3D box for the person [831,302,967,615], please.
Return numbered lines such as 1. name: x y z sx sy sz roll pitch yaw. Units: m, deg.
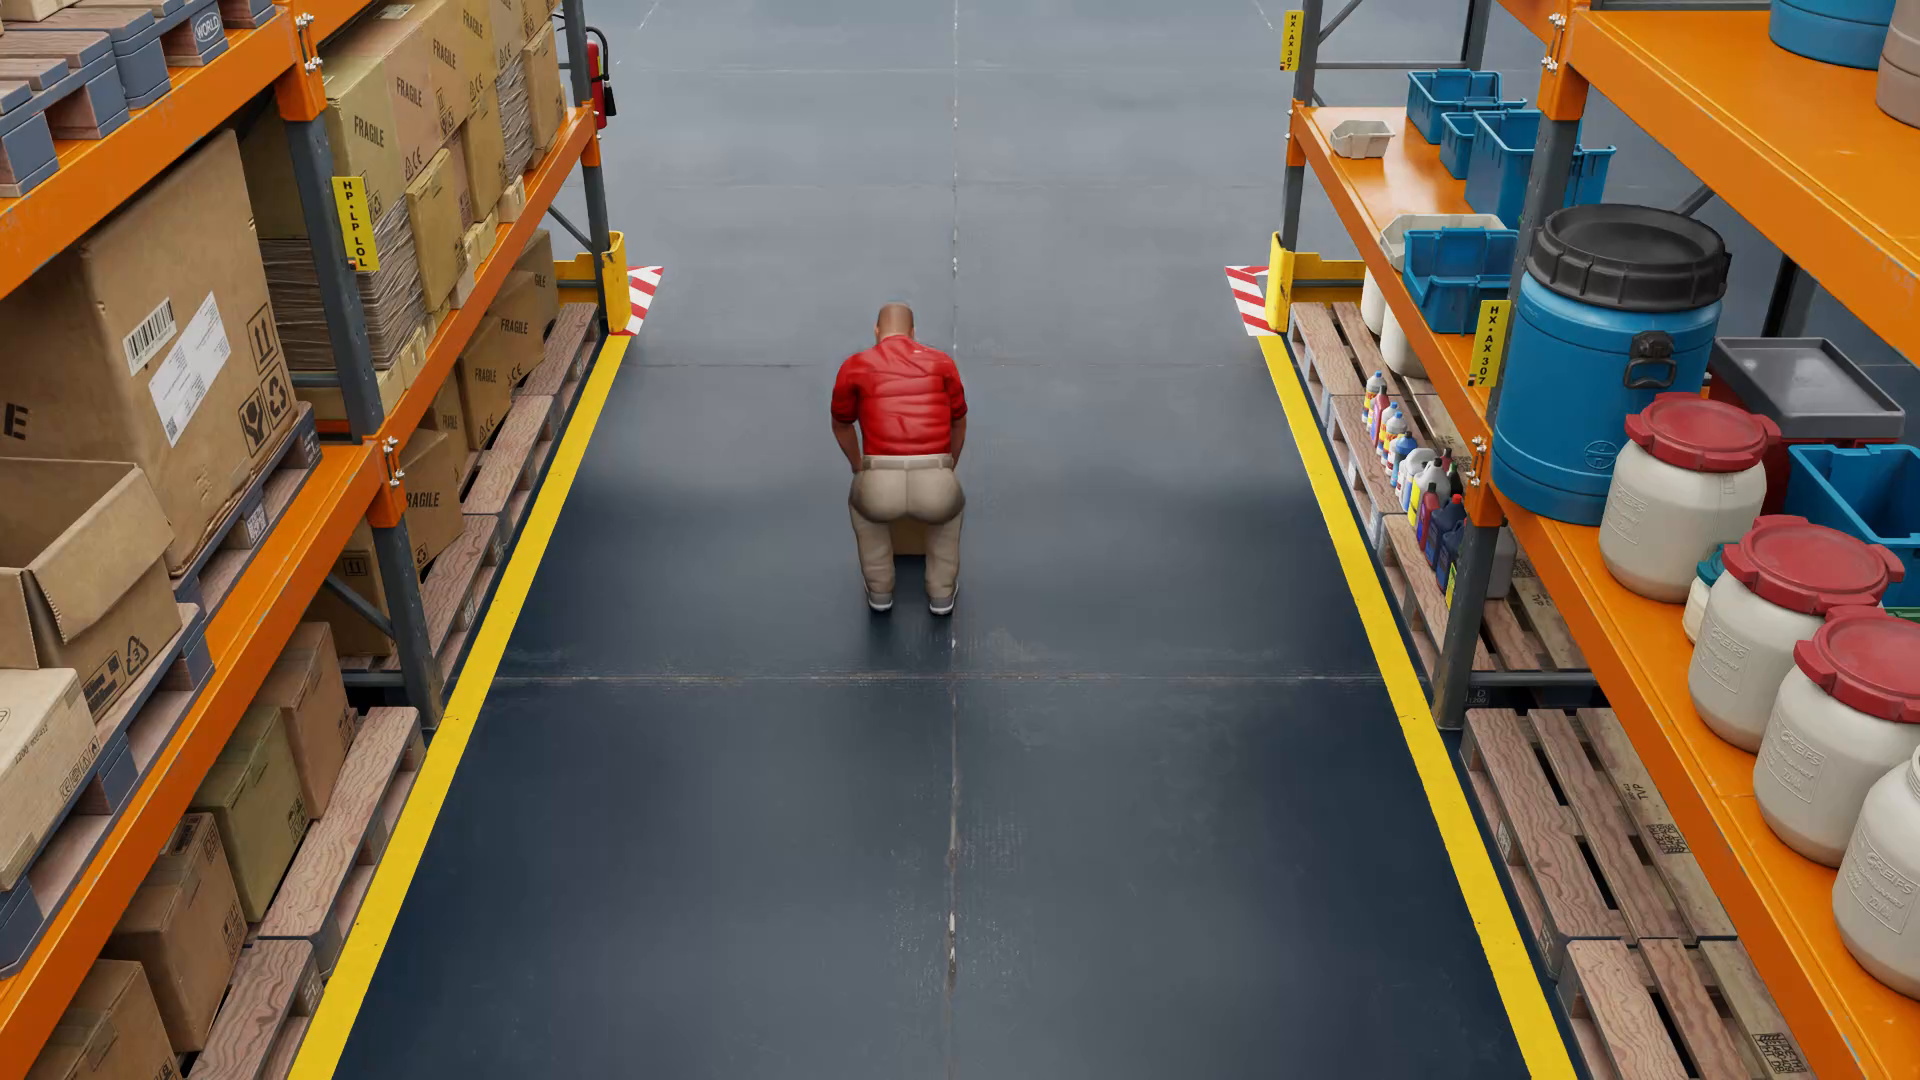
1. person: -0.261 -0.331 7.151 0.586 1.259 0.720 0 31 0
